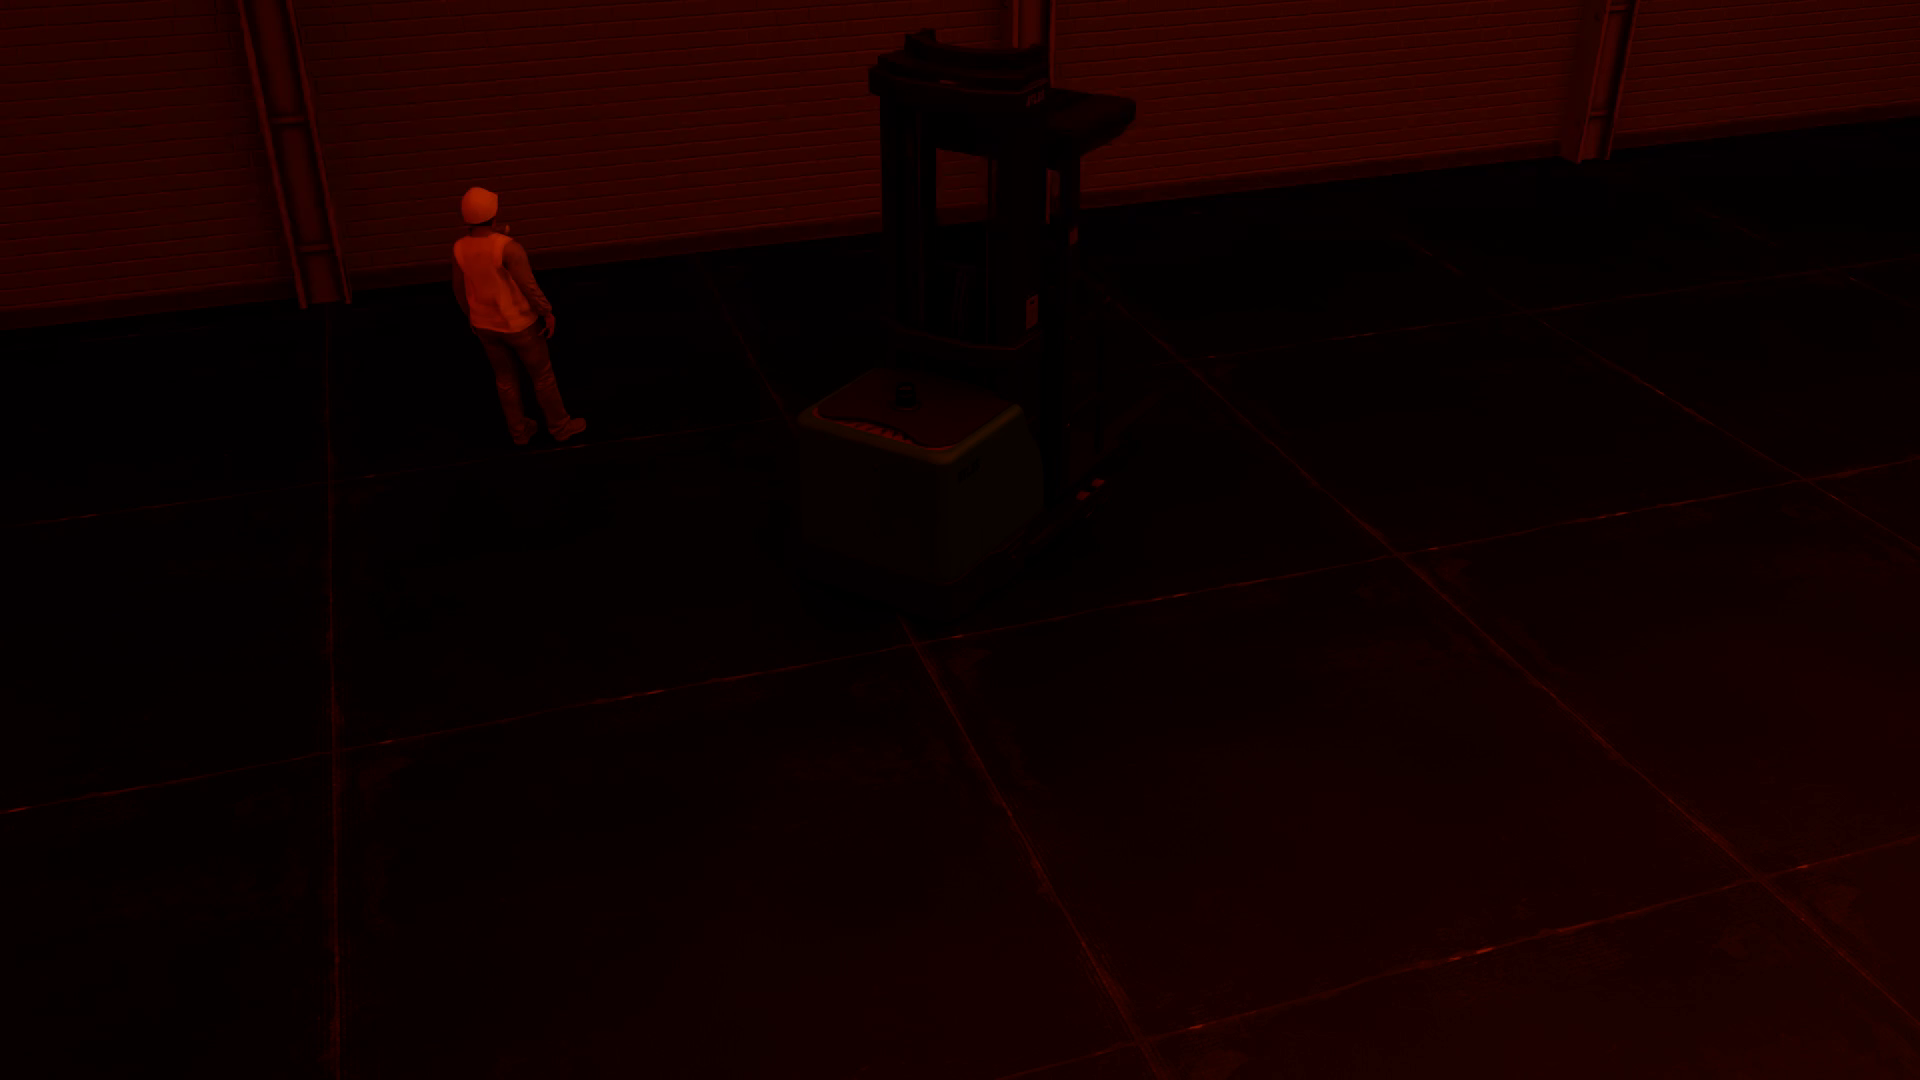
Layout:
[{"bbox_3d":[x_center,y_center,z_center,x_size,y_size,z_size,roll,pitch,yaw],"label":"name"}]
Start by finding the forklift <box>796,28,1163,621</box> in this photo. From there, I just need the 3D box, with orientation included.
[{"bbox_3d":[0.295,-1.520,9.728,1.130,2.935,3.031,17,34,27],"label":"forklift"}]

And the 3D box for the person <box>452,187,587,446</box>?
[{"bbox_3d":[-2.898,-1.456,10.763,0.630,1.773,0.570,7,31,13],"label":"person"}]
